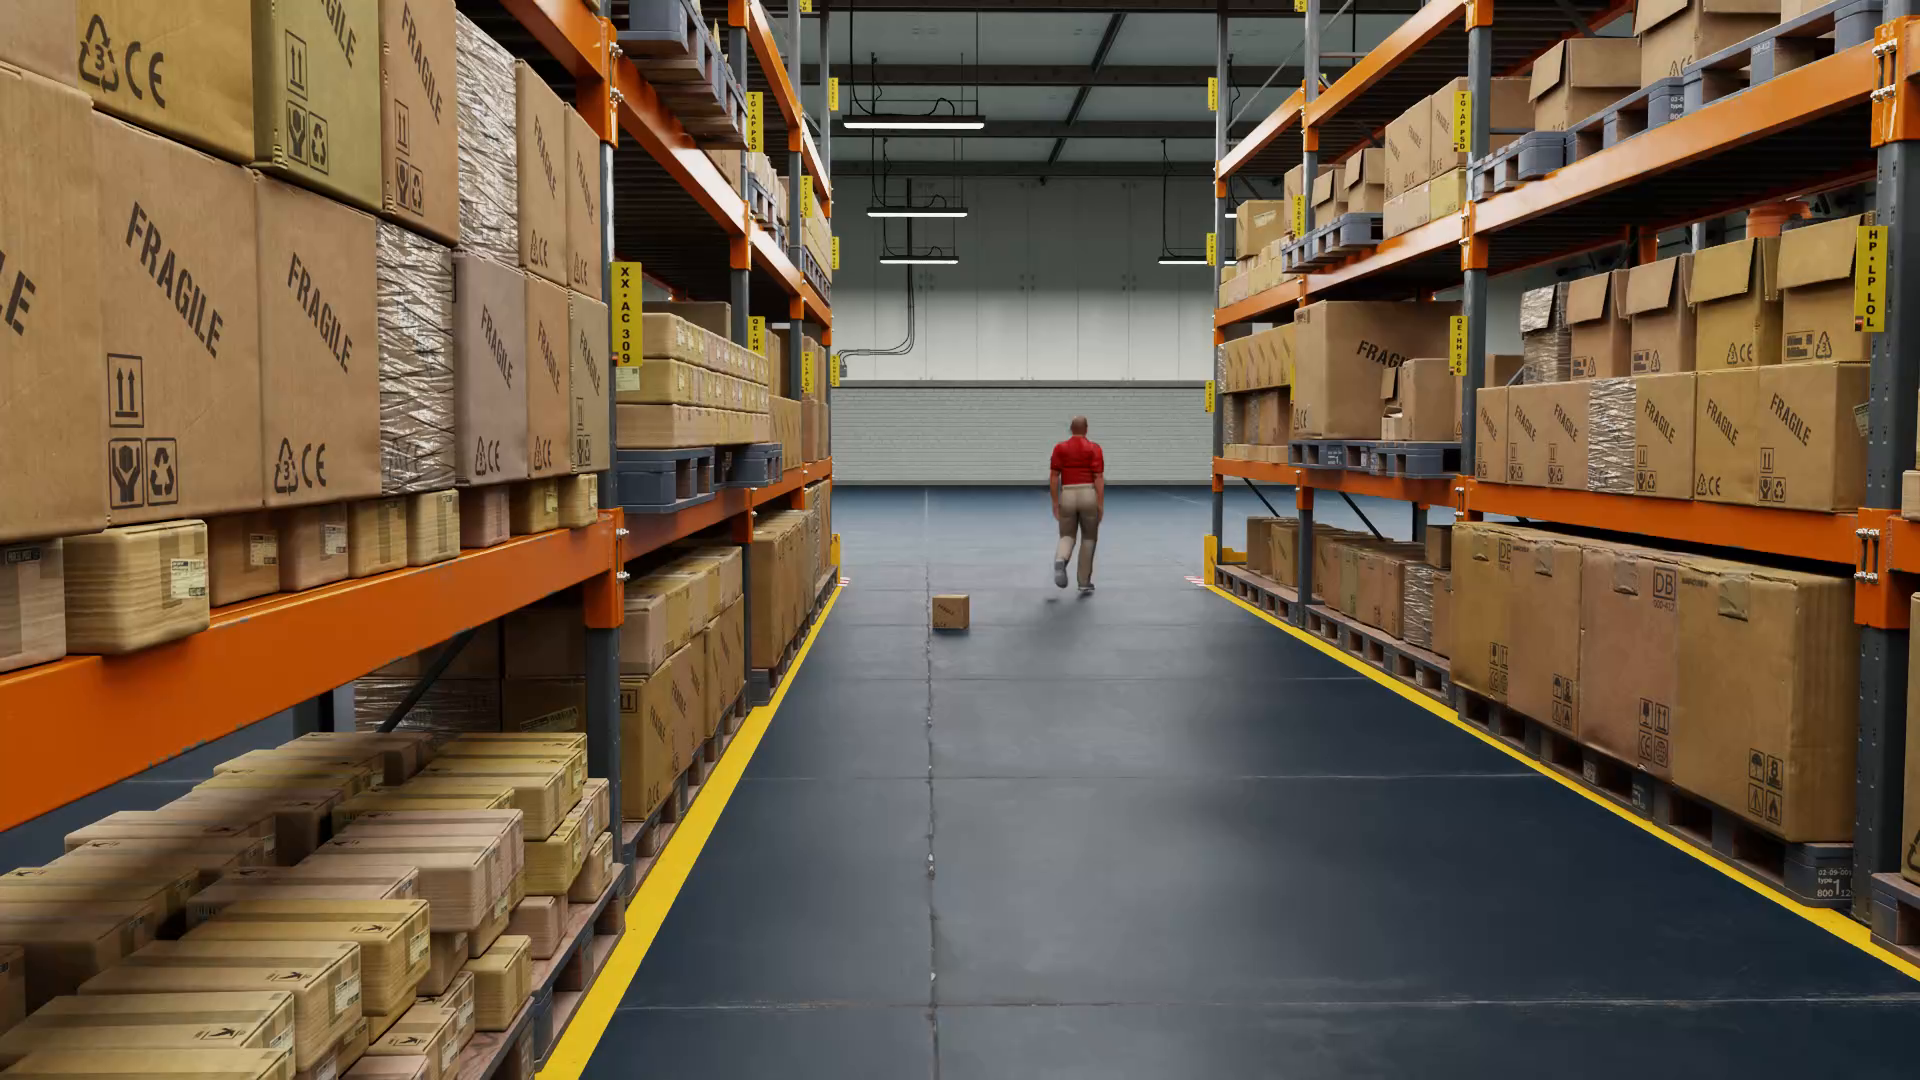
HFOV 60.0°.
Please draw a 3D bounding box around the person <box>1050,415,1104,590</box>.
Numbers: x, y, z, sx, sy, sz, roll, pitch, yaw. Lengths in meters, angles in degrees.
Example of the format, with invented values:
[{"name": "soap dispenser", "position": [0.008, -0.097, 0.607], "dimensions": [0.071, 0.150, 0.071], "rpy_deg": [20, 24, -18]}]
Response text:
[{"name": "person", "position": [1.134, -0.356, 16.137], "dimensions": [0.535, 1.705, 0.633], "rpy_deg": [1, 4, 19]}]
